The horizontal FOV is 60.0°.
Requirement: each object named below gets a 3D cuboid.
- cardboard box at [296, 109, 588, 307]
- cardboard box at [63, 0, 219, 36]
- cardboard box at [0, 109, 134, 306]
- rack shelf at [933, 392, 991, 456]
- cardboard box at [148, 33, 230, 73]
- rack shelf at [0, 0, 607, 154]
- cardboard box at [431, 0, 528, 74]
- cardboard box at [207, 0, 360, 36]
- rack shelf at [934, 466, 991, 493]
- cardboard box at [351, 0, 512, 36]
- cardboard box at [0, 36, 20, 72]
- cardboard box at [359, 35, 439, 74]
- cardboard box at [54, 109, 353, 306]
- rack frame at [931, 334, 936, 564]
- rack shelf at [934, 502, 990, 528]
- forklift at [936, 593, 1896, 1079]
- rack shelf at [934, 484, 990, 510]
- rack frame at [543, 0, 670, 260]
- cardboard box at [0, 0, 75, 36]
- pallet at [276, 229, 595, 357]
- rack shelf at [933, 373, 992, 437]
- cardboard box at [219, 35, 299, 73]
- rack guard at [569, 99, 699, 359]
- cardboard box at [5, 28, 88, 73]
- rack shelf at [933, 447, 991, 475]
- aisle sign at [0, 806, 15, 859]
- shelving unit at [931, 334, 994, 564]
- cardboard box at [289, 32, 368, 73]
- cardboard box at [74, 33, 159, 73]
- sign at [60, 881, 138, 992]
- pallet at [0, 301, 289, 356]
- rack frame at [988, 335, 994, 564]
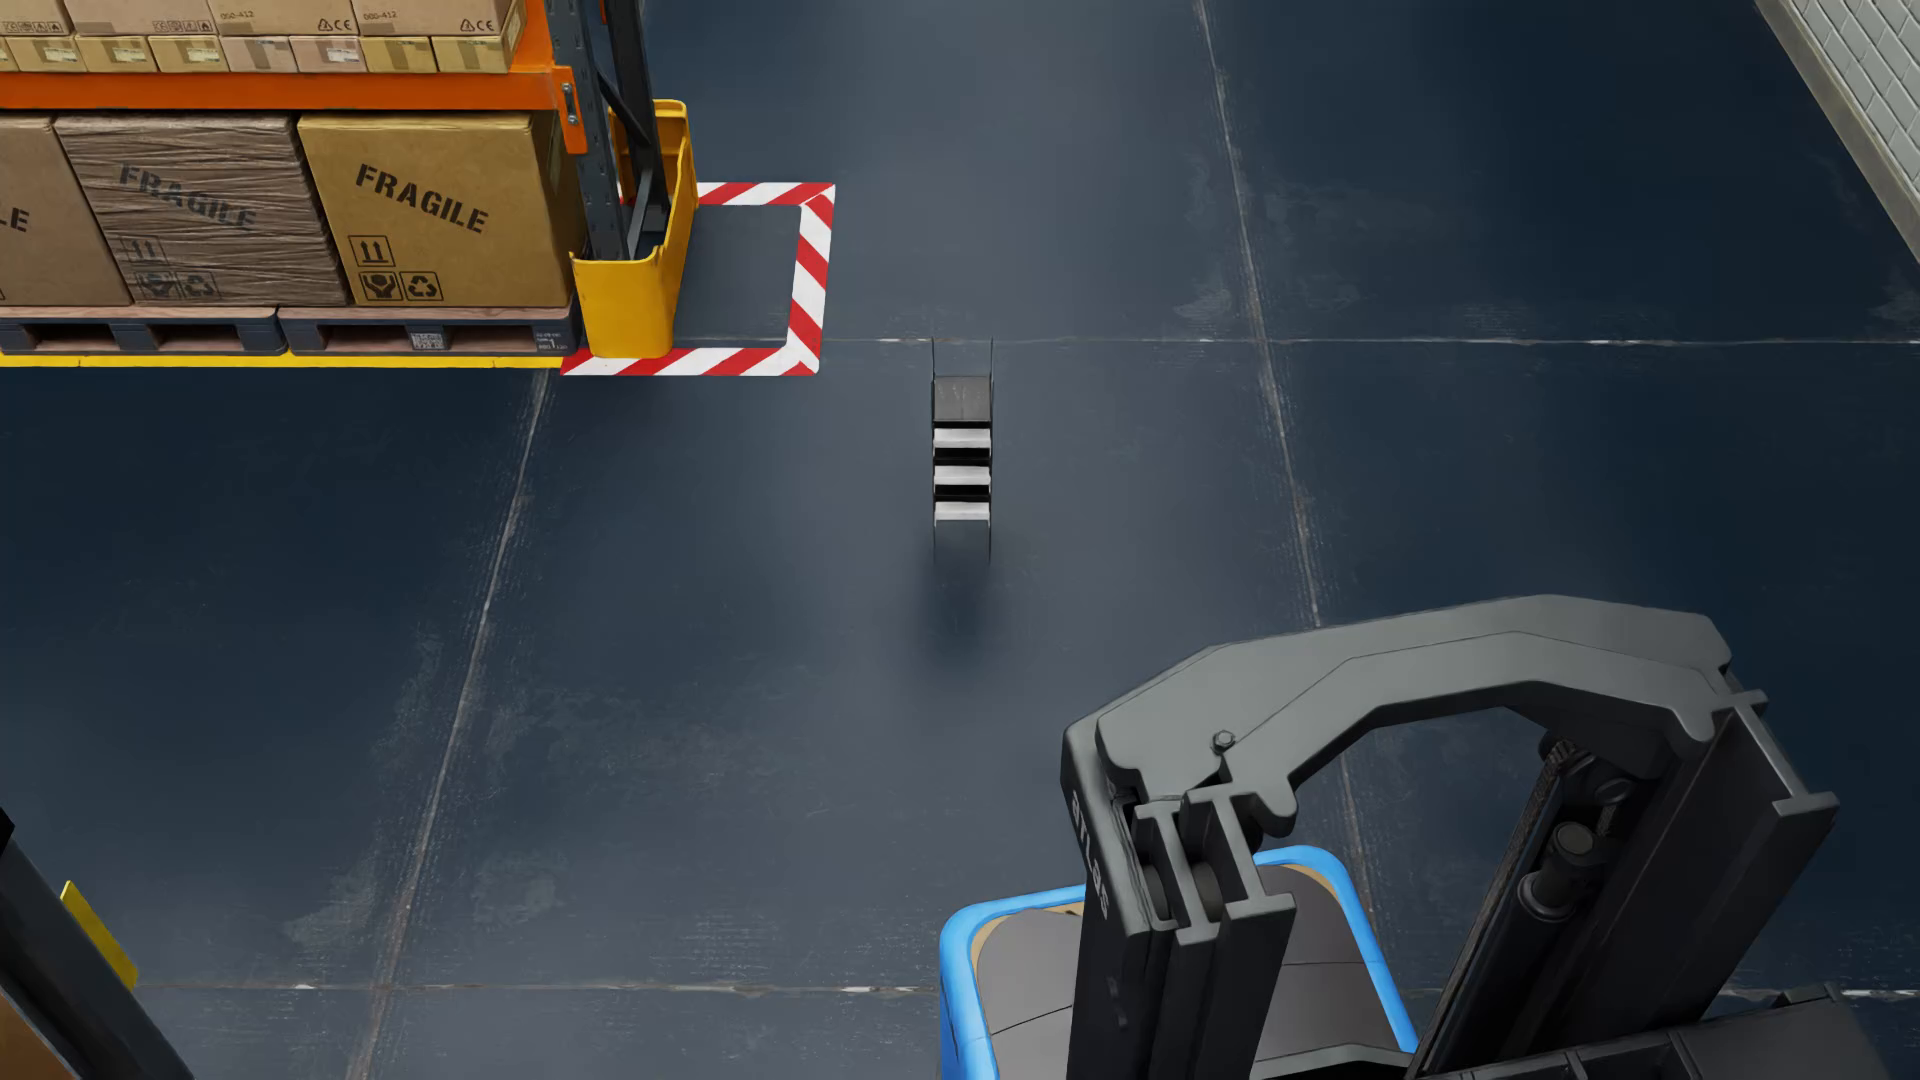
[{"bbox_3d":[-2.048,-1.572,6.829,0.875,0.875,0.875,0,47,0],"label":"cardboard box"},{"bbox_3d":[-2.909,-2.070,6.027,0.500,0.250,0.500,-1,47,-1],"label":"cardboard box"},{"bbox_3d":[-3.848,-1.577,6.833,0.875,0.875,0.875,0,47,0],"label":"cardboard box"},{"bbox_3d":[0.008,-0.406,5.813,0.200,0.077,0.258,0,47,0],"label":"rack shelf"},{"bbox_3d":[-2.786,-1.886,6.128,0.250,0.149,0.380,-1,47,-1],"label":"cardboard box"},{"bbox_3d":[-3.408,-1.970,6.526,4.000,0.370,1.077,0,47,0],"label":"rack shelf"},{"bbox_3d":[-1.765,-1.884,6.126,0.250,0.149,0.380,1,47,1],"label":"cardboard box"},{"bbox_3d":[-2.400,-2.069,6.026,0.500,0.250,0.500,-1,47,-1],"label":"cardboard box"},{"bbox_3d":[0.008,-0.284,5.945,0.200,0.077,0.258,0,47,0],"label":"rack shelf"},{"bbox_3d":[-1.893,-2.067,6.024,0.500,0.250,0.500,-1,47,0],"label":"cardboard box"},{"bbox_3d":[-3.554,-1.888,6.129,0.250,0.149,0.380,-1,47,-1],"label":"cardboard box"},{"bbox_3d":[-2.025,-1.883,6.125,0.250,0.149,0.380,1,47,1],"label":"cardboard box"},{"bbox_3d":[-2.958,-1.574,6.831,0.875,0.875,0.875,0,47,0],"label":"cardboard box"},{"bbox_3d":[-0.094,-0.307,5.921,0.006,0.900,0.240,0,47,0],"label":"rack frame"},{"bbox_3d":[0.008,-0.161,6.077,0.200,0.077,0.258,0,47,0],"label":"rack shelf"},{"bbox_3d":[0.736,1.604,2.755,1.130,2.935,3.031,-9,48,-8],"label":"forklift"},{"bbox_3d":[0.008,-0.223,6.011,0.200,0.077,0.258,0,47,0],"label":"rack shelf"},{"bbox_3d":[-1.408,-2.210,6.257,0.127,3.000,1.000,0,47,0],"label":"rack frame"},{"bbox_3d":[-3.430,-2.068,6.025,0.500,0.250,0.500,0,47,0],"label":"cardboard box"},{"bbox_3d":[-2.207,-1.204,7.227,1.213,0.211,1.003,0,47,0],"label":"pallet"},{"bbox_3d":[0.008,-0.468,5.747,0.200,0.077,0.258,0,47,0],"label":"rack shelf"},{"bbox_3d":[-2.527,-1.886,6.128,0.250,0.149,0.380,1,47,1],"label":"cardboard box"},{"bbox_3d":[-1.384,-1.358,7.172,0.348,0.500,1.175,0,47,0],"label":"rack guard"},{"bbox_3d":[-3.294,-1.888,6.130,0.250,0.149,0.380,1,47,1],"label":"cardboard box"},{"bbox_3d":[0.008,-0.345,5.879,0.200,0.077,0.258,0,47,0],"label":"rack shelf"},{"bbox_3d":[-1.453,0.316,2.131,0.004,0.787,0.394,0,47,0],"label":"aisle sign"},{"bbox_3d":[0.008,-0.307,5.921,0.210,0.900,0.258,0,47,0],"label":"shelving unit"},{"bbox_3d":[-2.277,-1.885,6.127,0.250,0.149,0.380,0,47,0],"label":"cardboard box"},{"bbox_3d":[-3.046,-1.886,6.128,0.250,0.149,0.380,0,47,0],"label":"cardboard box"},{"bbox_3d":[-1.525,0.729,2.931,0.005,0.325,0.100,0,47,0],"label":"sign"},{"bbox_3d":[-3.424,-1.210,7.232,1.213,0.211,1.003,0,47,0],"label":"pallet"},{"bbox_3d":[0.110,-0.306,5.920,0.006,0.900,0.240,0,47,0],"label":"rack frame"}]
